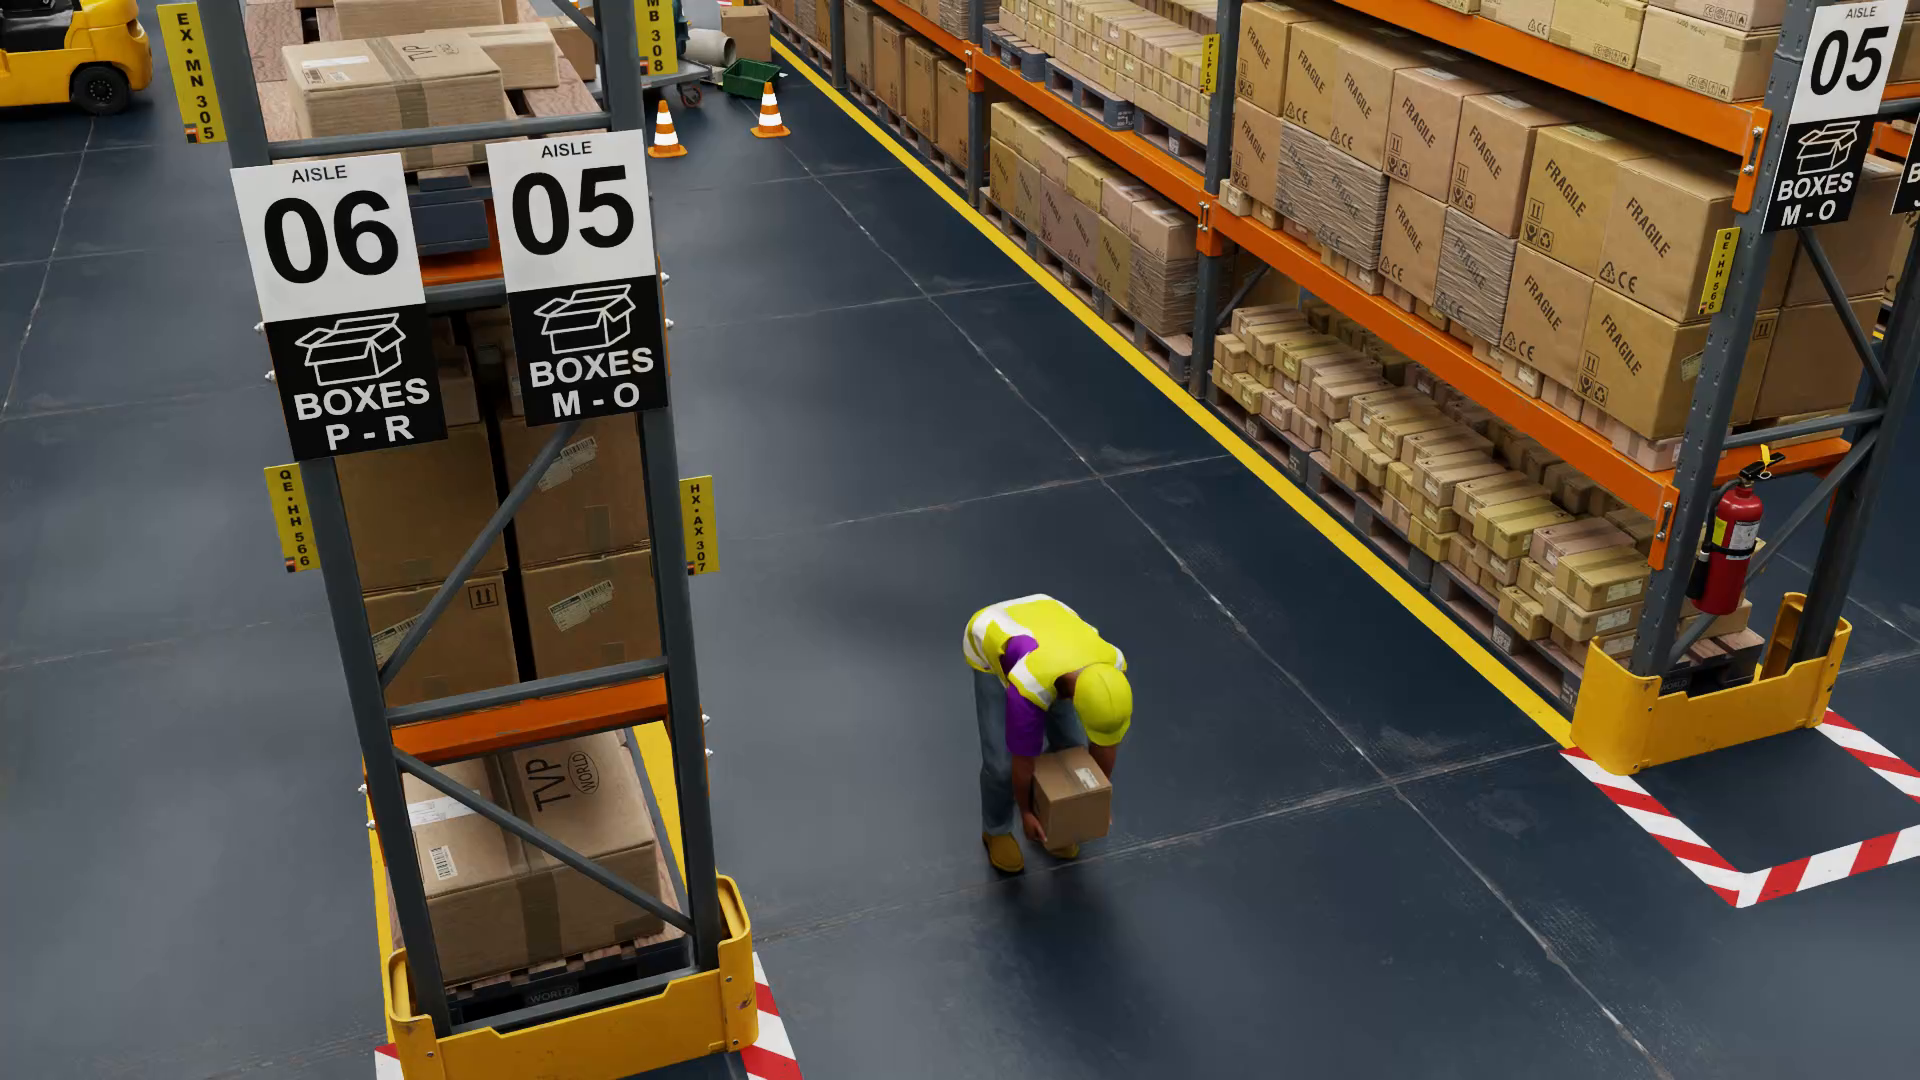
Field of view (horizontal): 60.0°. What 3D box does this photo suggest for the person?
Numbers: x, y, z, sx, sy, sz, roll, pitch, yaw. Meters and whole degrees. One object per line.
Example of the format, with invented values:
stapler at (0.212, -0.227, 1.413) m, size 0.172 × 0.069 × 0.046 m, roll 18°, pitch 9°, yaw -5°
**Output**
person at (0.360, 0.793, 6.289) m, size 0.474 × 1.191 × 0.967 m, roll -11°, pitch 32°, yaw -19°
